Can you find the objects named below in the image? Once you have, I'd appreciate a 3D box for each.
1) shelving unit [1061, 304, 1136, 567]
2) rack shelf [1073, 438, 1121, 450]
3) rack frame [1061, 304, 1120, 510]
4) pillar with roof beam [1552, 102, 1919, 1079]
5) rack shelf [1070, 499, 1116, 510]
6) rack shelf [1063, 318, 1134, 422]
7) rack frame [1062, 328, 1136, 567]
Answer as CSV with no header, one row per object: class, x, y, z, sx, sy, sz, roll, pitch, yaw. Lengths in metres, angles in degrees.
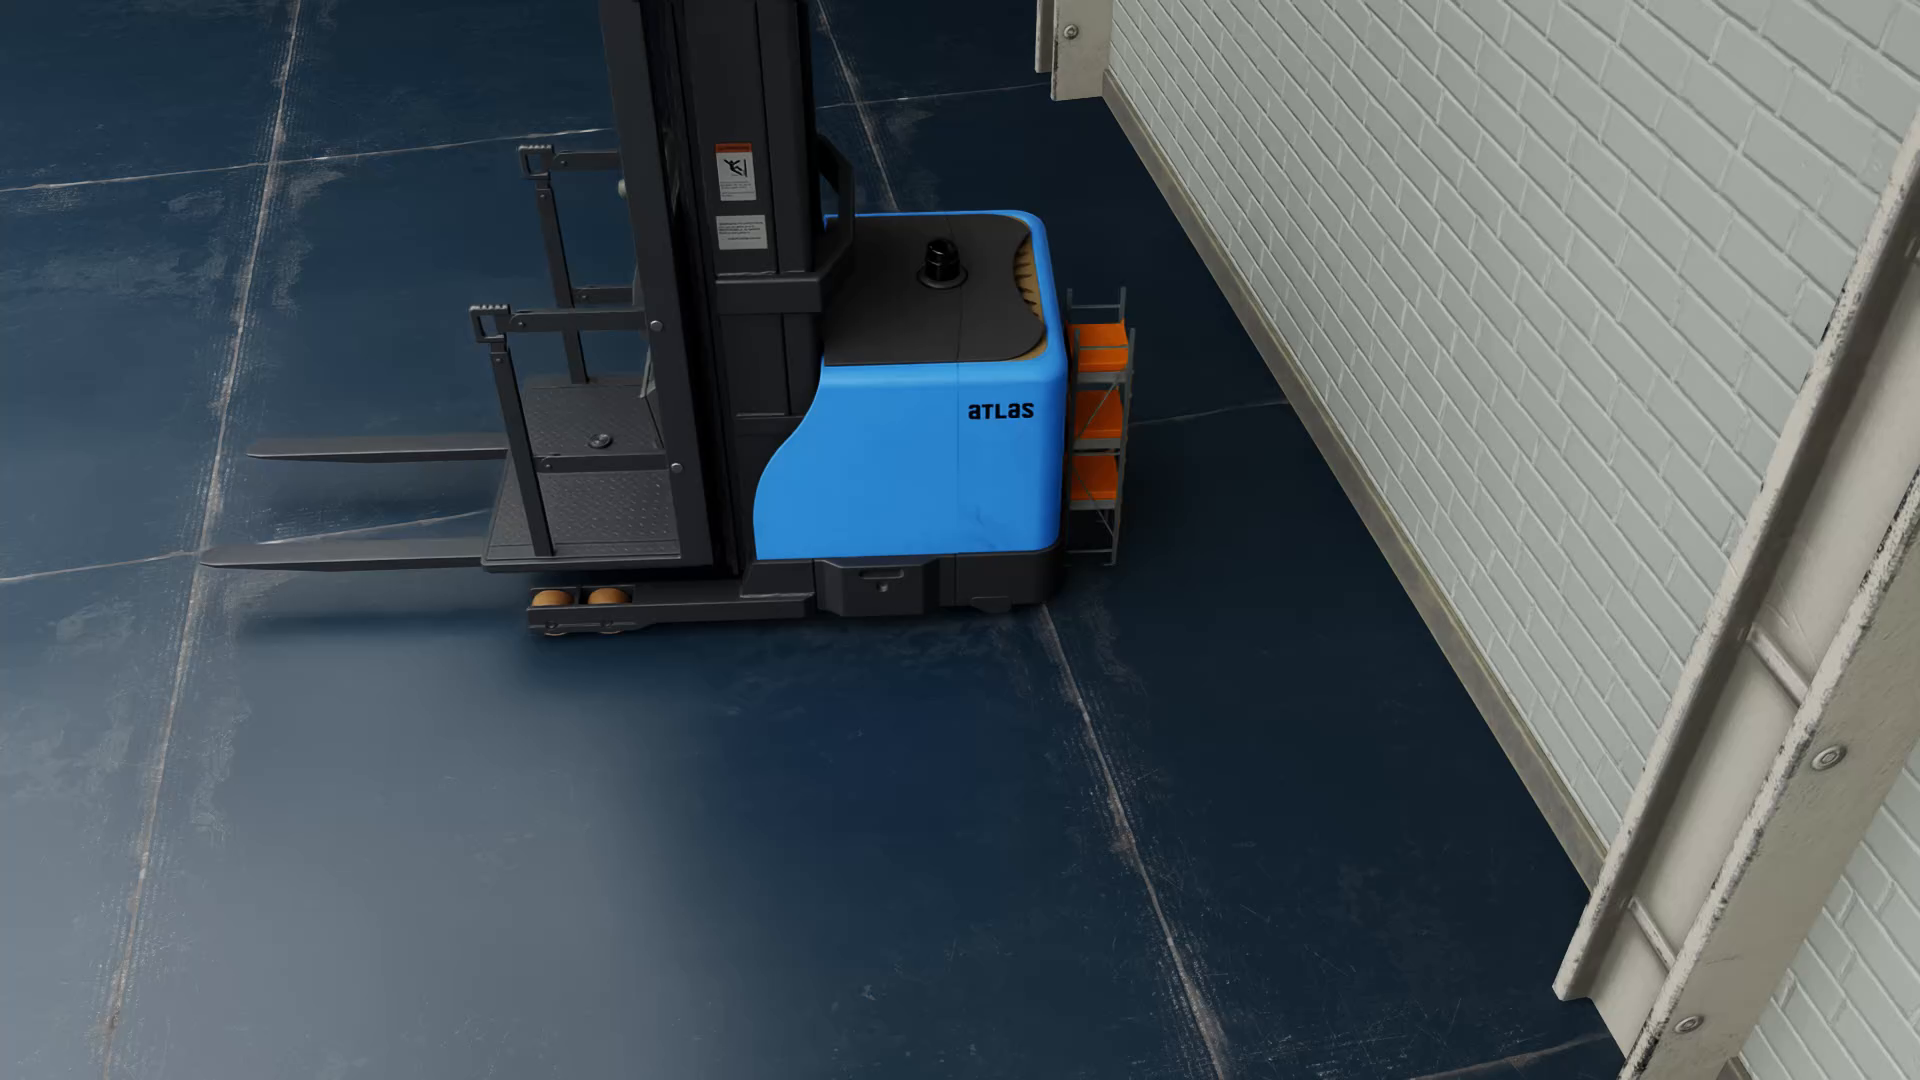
shelving unit,0.469,-0.378,5.885,0.215,1.050,0.249,-2,42,-2
rack shelf,0.469,-0.408,5.860,0.166,0.050,0.221,-2,42,-2
rack frame,0.462,-0.460,5.977,0.190,0.915,0.003,-2,42,-2
pillar with roof beam,-2.303,-1.358,1.002,9.100,9.000,0.400,-8,42,-9
rack shelf,0.469,-0.200,6.044,0.166,0.050,0.221,-2,42,-2
rack shelf,0.469,-0.583,5.704,0.215,0.259,0.240,-2,42,-2
rack frame,0.475,-0.298,5.795,0.200,1.050,0.008,-2,42,-2
